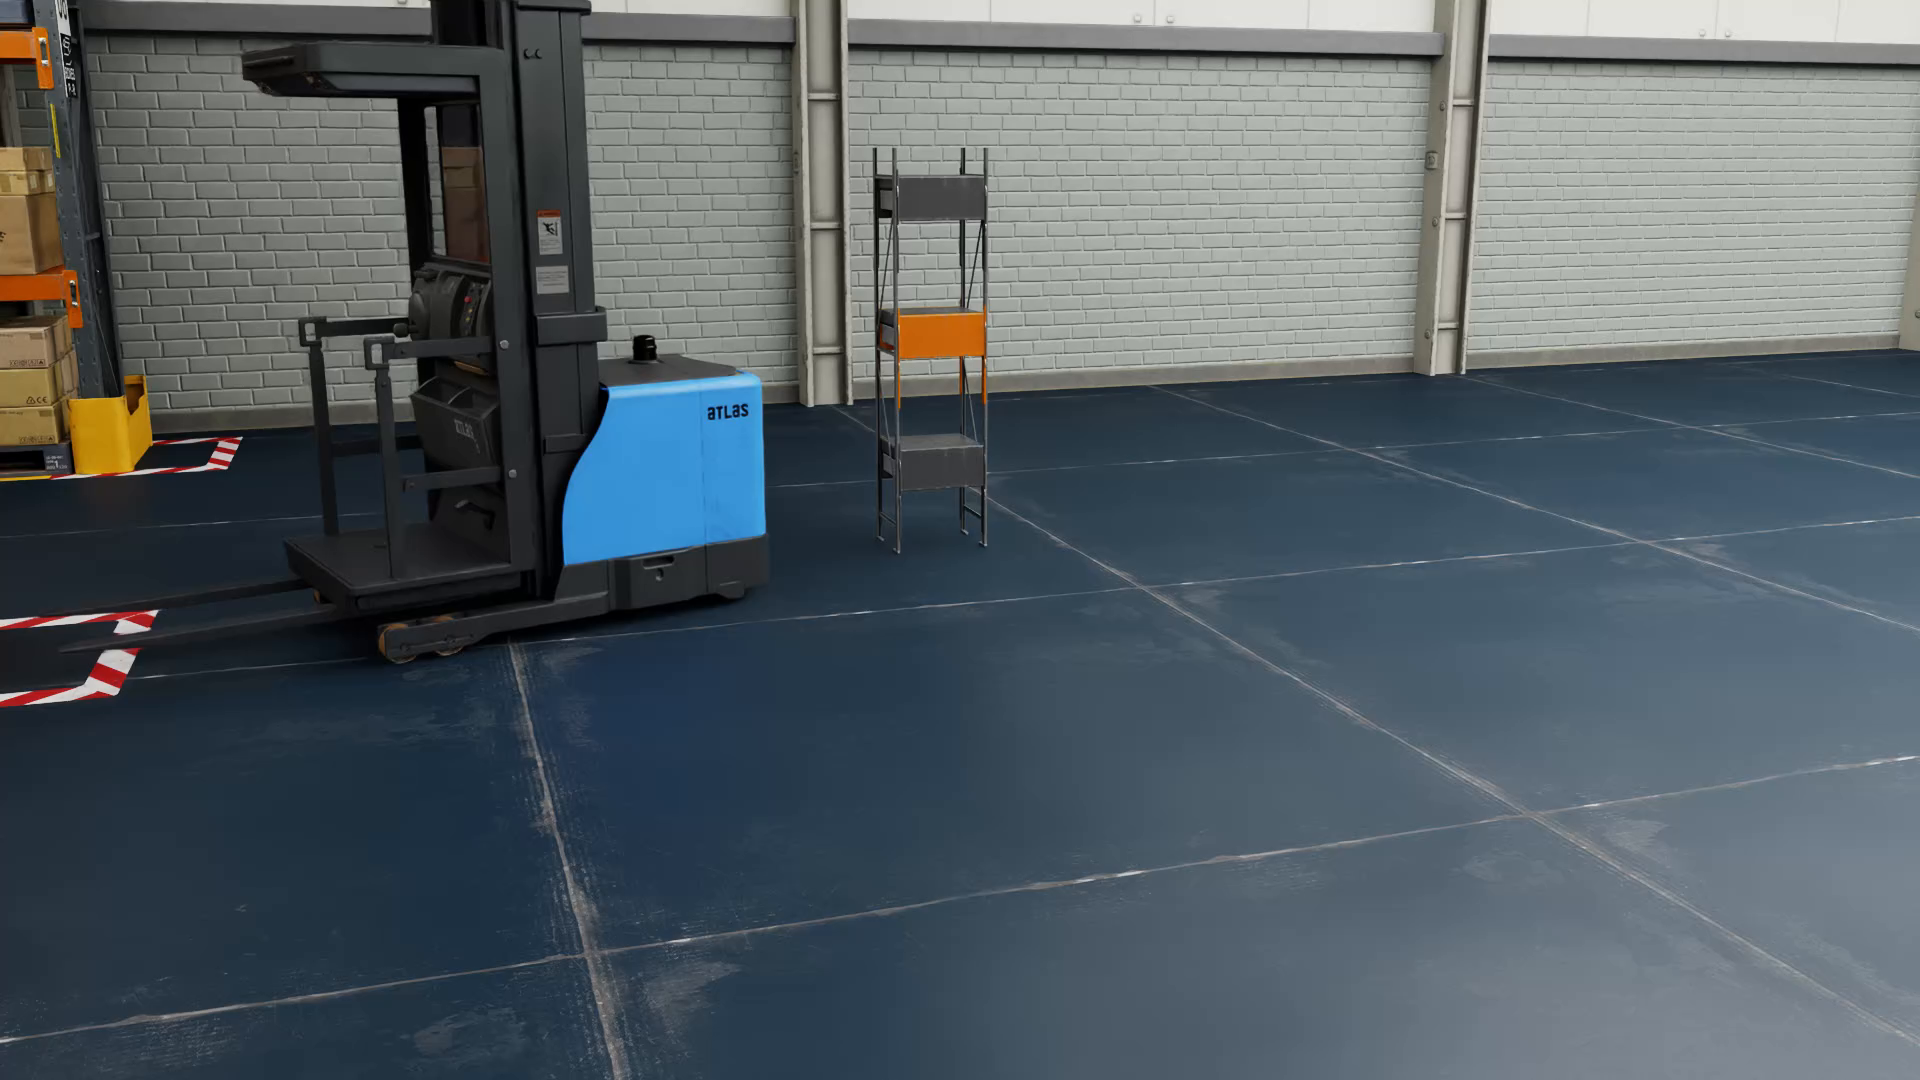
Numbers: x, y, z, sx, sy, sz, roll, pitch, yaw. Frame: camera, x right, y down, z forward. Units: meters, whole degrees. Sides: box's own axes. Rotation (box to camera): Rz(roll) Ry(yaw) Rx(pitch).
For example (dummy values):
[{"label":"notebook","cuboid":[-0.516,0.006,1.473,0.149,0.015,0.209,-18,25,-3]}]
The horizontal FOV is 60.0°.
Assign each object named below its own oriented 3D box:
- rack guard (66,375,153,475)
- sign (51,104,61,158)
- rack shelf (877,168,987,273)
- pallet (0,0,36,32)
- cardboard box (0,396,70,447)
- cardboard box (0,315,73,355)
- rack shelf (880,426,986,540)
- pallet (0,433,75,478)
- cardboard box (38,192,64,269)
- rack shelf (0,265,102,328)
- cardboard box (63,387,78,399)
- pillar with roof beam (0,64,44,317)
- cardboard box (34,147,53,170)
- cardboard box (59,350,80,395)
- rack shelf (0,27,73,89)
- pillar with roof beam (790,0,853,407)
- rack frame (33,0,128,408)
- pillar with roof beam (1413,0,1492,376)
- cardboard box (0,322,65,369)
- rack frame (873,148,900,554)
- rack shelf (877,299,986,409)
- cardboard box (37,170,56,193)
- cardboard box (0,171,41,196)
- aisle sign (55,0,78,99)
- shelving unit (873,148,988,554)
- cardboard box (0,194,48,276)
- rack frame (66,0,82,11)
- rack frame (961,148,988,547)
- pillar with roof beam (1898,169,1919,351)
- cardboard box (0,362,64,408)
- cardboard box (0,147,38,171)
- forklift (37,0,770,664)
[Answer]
[{"label":"rack guard","cuboid":[-5.844,-0.807,11.457,0.348,0.500,1.175,-4,14,-18]},{"label":"sign","cuboid":[-5.707,-2.580,10.494,0.005,0.325,0.100,-4,14,-18]},{"label":"rack shelf","cuboid":[-0.157,-1.677,8.690,0.480,0.518,0.431,-4,14,-18]},{"label":"pallet","cuboid":[-6.545,-3.391,10.628,1.213,0.211,1.003,-4,14,-18]},{"label":"cardboard box","cuboid":[-6.211,-0.784,10.993,0.500,0.250,0.500,-4,14,-18]},{"label":"cardboard box","cuboid":[-6.382,-1.381,11.339,0.500,0.250,0.500,-5,14,-19]},{"label":"rack shelf","cuboid":[-0.157,-0.315,9.014,0.480,0.518,0.431,-4,14,-18]},{"label":"pallet","cuboid":[-6.578,-0.600,11.207,1.213,0.211,1.003,-4,14,-18]},{"label":"cardboard box","cuboid":[-6.425,-2.095,11.251,0.500,0.500,0.500,-4,14,-16]},{"label":"rack shelf","cuboid":[-7.762,-1.524,10.623,4.000,0.370,1.077,-4,14,-18]},{"label":"cardboard box","cuboid":[-6.394,-0.895,11.458,0.500,0.250,0.500,-4,14,-18]},{"label":"pillar with roof beam","cuboid":[-5.441,-4.142,7.111,0.400,9.000,9.100,-4,14,-18]},{"label":"cardboard box","cuboid":[-6.253,-2.553,11.132,0.250,0.149,0.380,-5,14,-19]},{"label":"cardboard box","cuboid":[-6.378,-1.142,11.417,0.500,0.250,0.500,-4,14,-17]},{"label":"rack shelf","cuboid":[-7.762,-2.983,10.276,4.000,0.370,1.077,-4,14,-18]},{"label":"pillar with roof beam","cuboid":[0.246,-4.585,8.973,0.400,9.000,9.100,-4,14,-18]},{"label":"rack frame","cuboid":[-5.866,-2.022,11.160,0.127,3.000,1.000,-4,14,-18]},{"label":"pillar with roof beam","cuboid":[5.933,-5.028,10.835,0.400,9.000,9.100,-4,14,-18]},{"label":"cardboard box","cuboid":[-6.203,-1.272,10.883,0.500,0.250,0.500,-4,14,-16]},{"label":"rack frame","cuboid":[-0.388,-0.991,8.773,0.015,2.100,0.400,-4,14,-18]},{"label":"rack shelf","cuboid":[-0.157,-0.996,8.852,0.480,0.518,0.431,-4,14,-18]},{"label":"cardboard box","cuboid":[-6.271,-2.418,11.207,0.250,0.149,0.380,-5,14,-20]},{"label":"cardboard box","cuboid":[-6.106,-2.299,10.707,0.250,0.149,0.380,-4,14,-17]},{"label":"aisle sign","cuboid":[-5.710,-3.227,10.609,0.004,0.787,0.394,-4,14,-18]},{"label":"shelving unit","cuboid":[-0.157,-1.009,8.848,0.503,2.100,0.431,-4,14,-18]},{"label":"cardboard box","cuboid":[-6.249,-1.976,10.754,0.500,0.500,0.500,-5,14,-19]},{"label":"rack frame","cuboid":[-5.866,-4.940,10.466,0.127,3.000,1.000,-4,14,-18]},{"label":"rack frame","cuboid":[0.074,-1.027,8.924,0.015,2.100,0.400,-4,14,-18]},{"label":"pillar with roof beam","cuboid":[11.619,-5.471,12.696,0.400,9.000,9.100,-4,14,-18]},{"label":"cardboard box","cuboid":[-6.228,-1.027,10.933,0.500,0.250,0.500,-5,14,-19]},{"label":"cardboard box","cuboid":[-6.139,-2.458,10.734,0.250,0.149,0.380,-4,14,-18]},{"label":"forklift","cuboid":[-2.409,-1.047,7.209,3.031,2.935,1.130,-9,16,-34]}]
